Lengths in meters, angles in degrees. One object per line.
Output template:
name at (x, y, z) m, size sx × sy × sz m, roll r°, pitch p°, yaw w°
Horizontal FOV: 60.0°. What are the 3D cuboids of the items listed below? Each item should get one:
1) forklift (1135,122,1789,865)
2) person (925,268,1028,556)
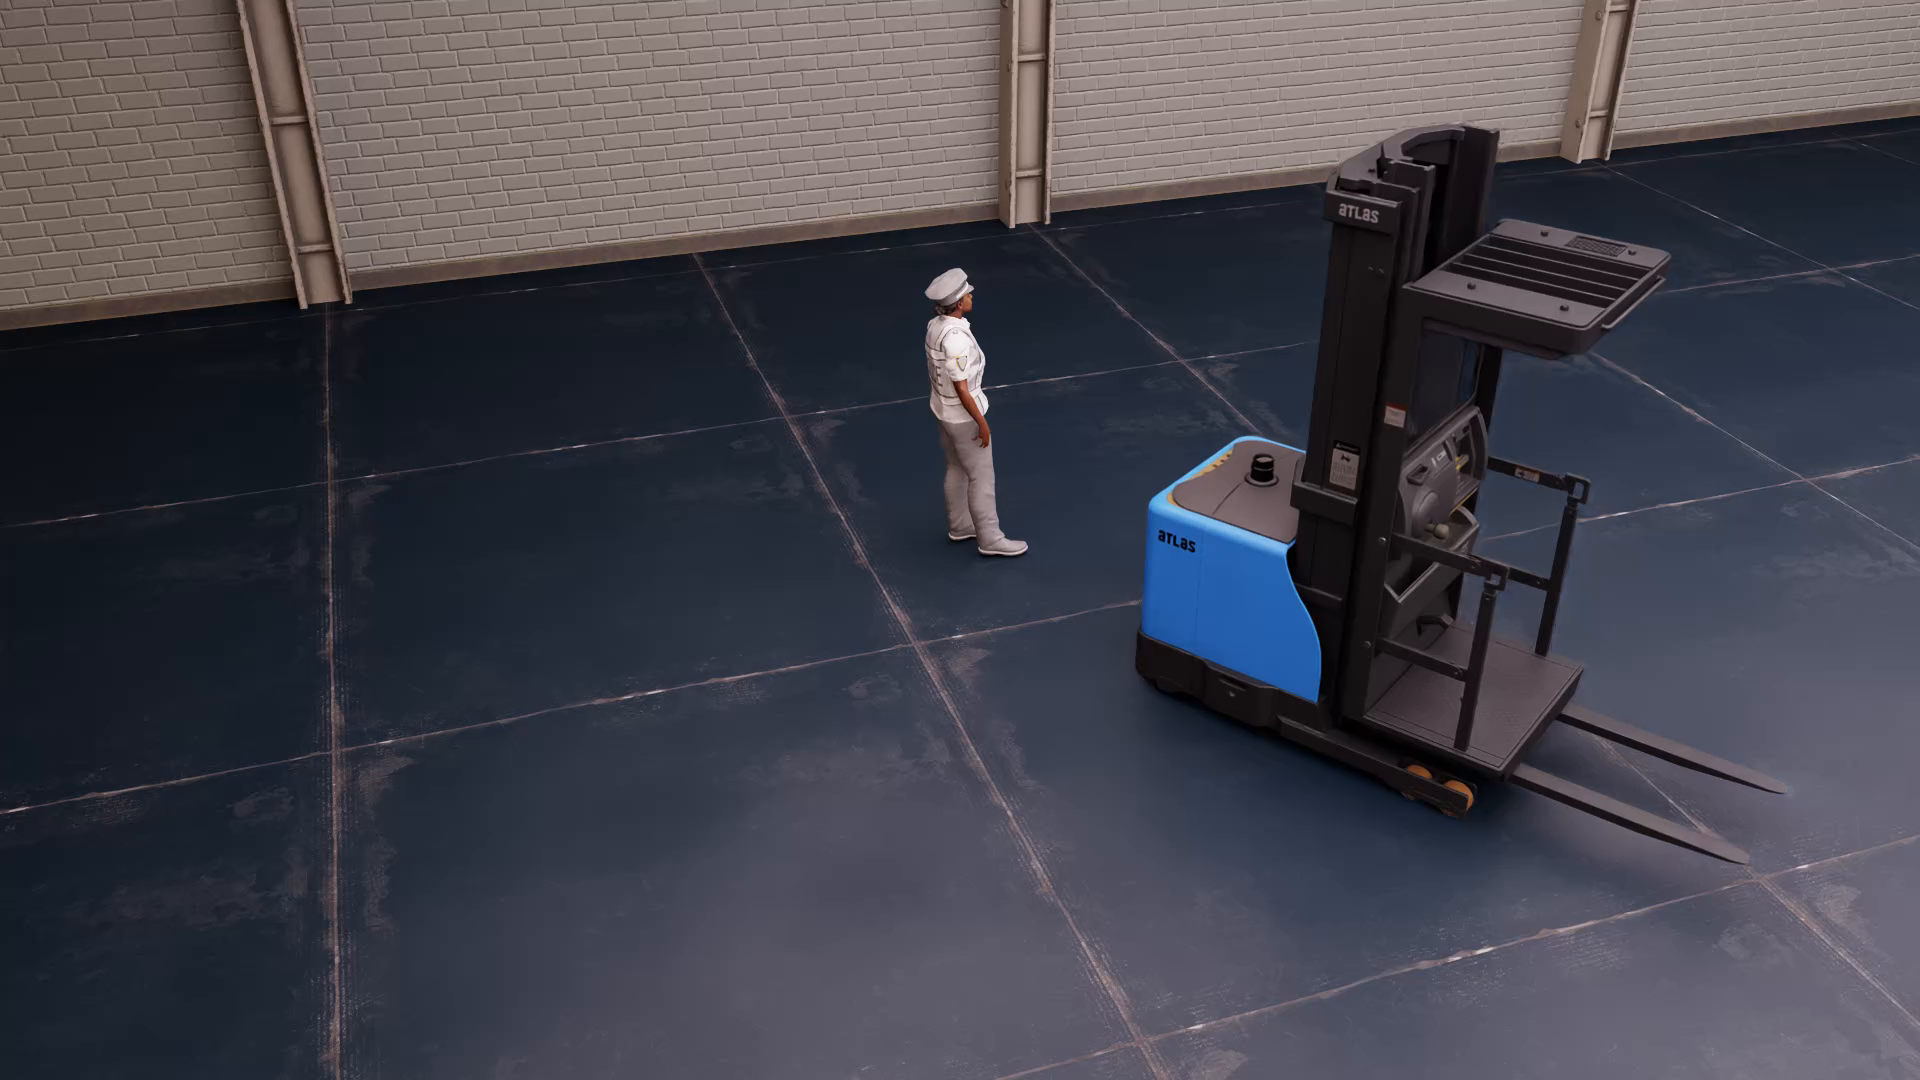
forklift at (2.394, -0.276, 7.567) m, size 3.031 × 2.935 × 1.130 m, roll 21°, pitch 36°, yaw 32°
person at (0.077, -0.743, 9.604) m, size 0.530 × 1.695 × 0.570 m, roll -10°, pitch 31°, yaw -16°
